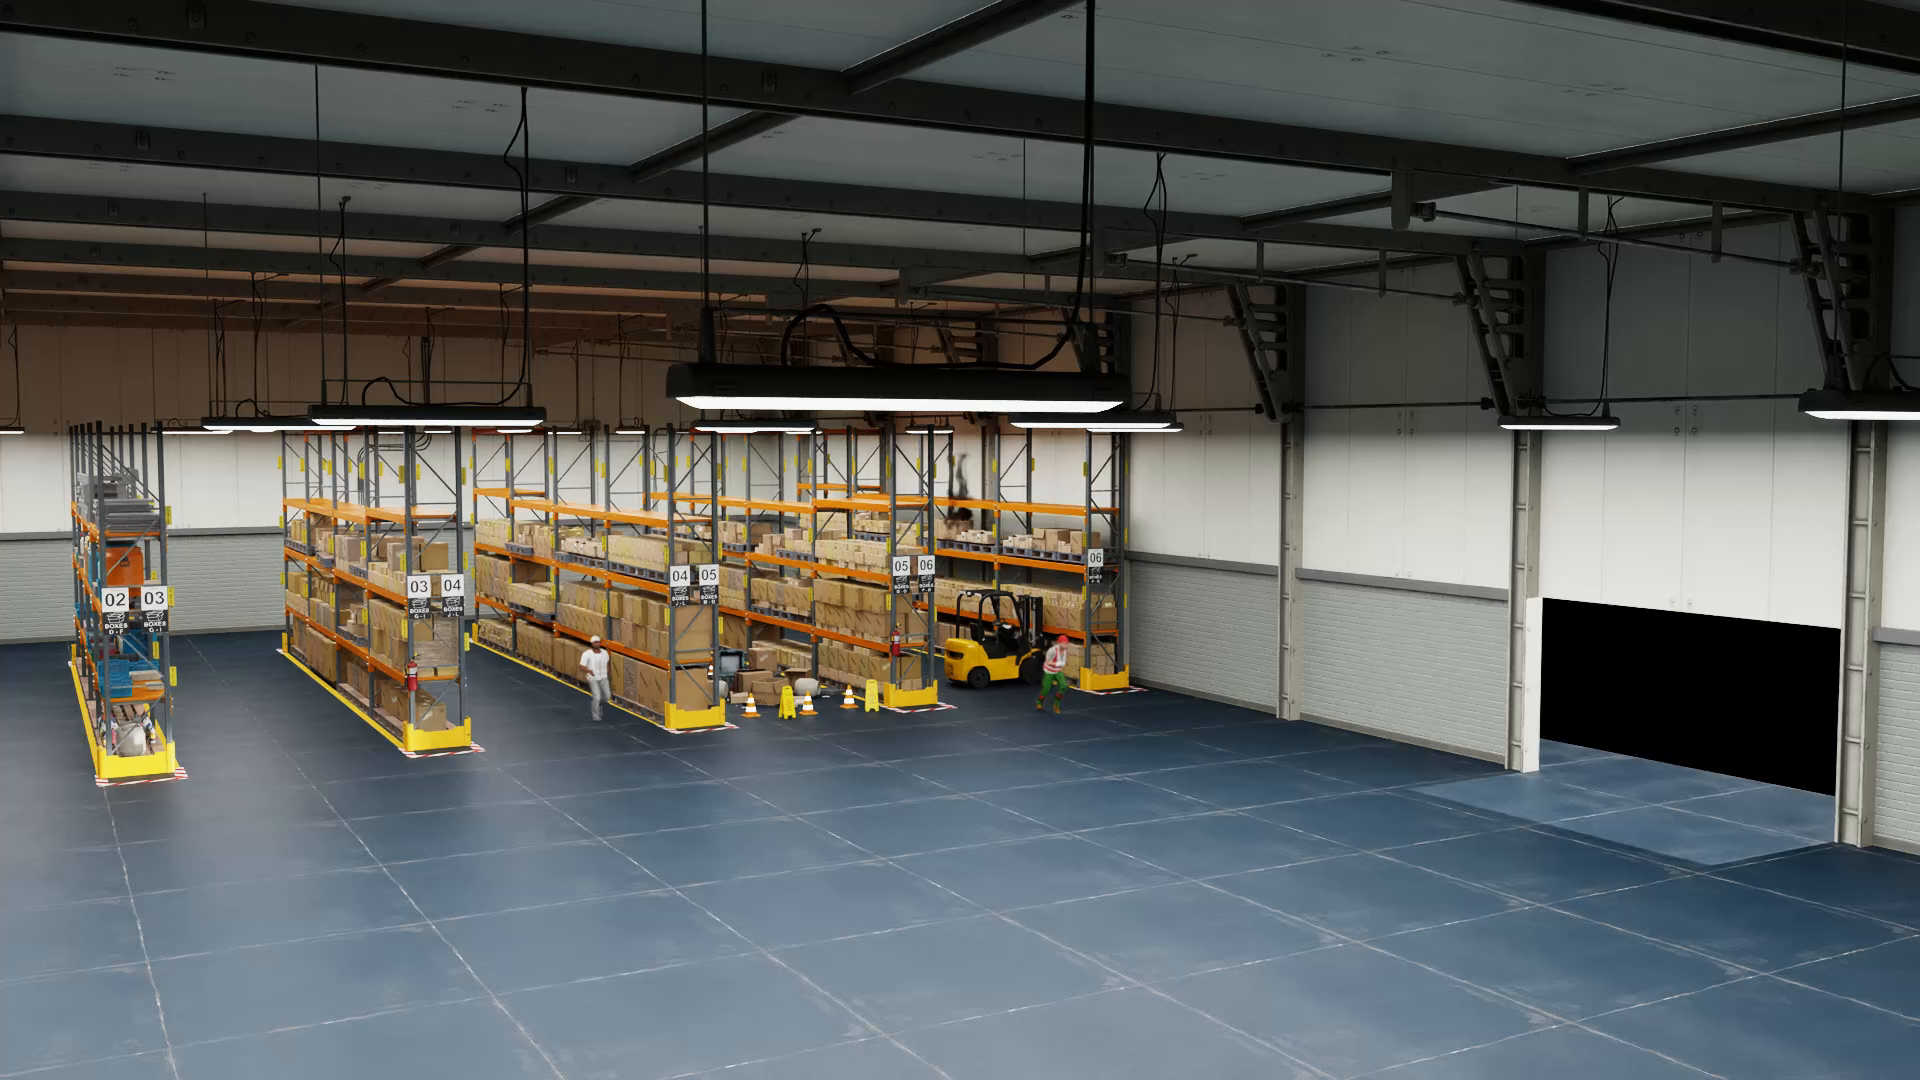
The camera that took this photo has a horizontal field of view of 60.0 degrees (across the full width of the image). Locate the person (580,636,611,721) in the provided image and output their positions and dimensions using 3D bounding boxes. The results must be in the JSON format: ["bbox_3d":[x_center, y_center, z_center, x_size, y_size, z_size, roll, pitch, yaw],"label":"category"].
[{"bbox_3d":[-7.286,2.788,33.476,0.692,1.720,0.591,-3,4,-38],"label":"person"}]

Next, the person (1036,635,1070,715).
[{"bbox_3d":[1.940,2.786,34.402,0.704,1.696,0.994,-3,4,-37],"label":"person"}]
